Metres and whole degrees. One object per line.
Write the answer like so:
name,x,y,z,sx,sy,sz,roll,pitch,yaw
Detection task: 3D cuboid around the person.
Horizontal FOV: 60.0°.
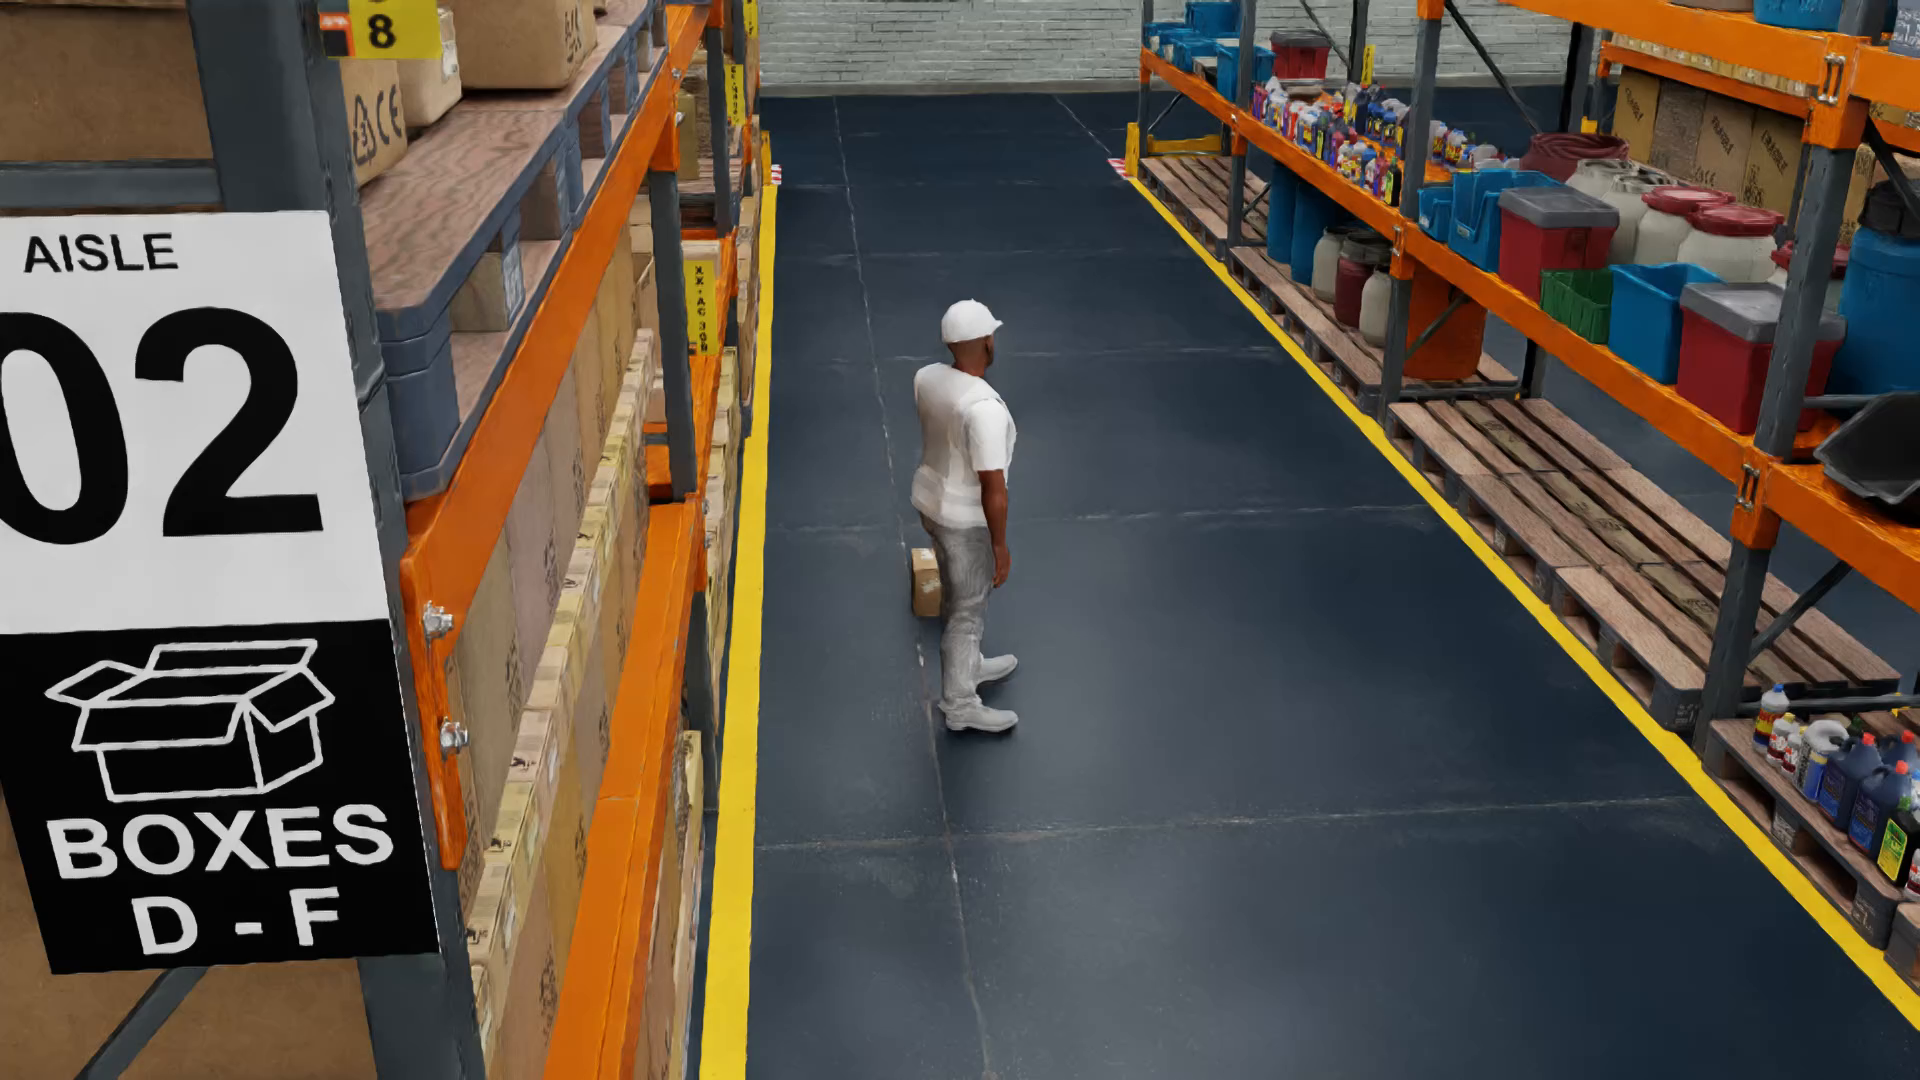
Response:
person,0.098,-0.111,6.763,0.521,1.768,0.650,-13,27,-28
